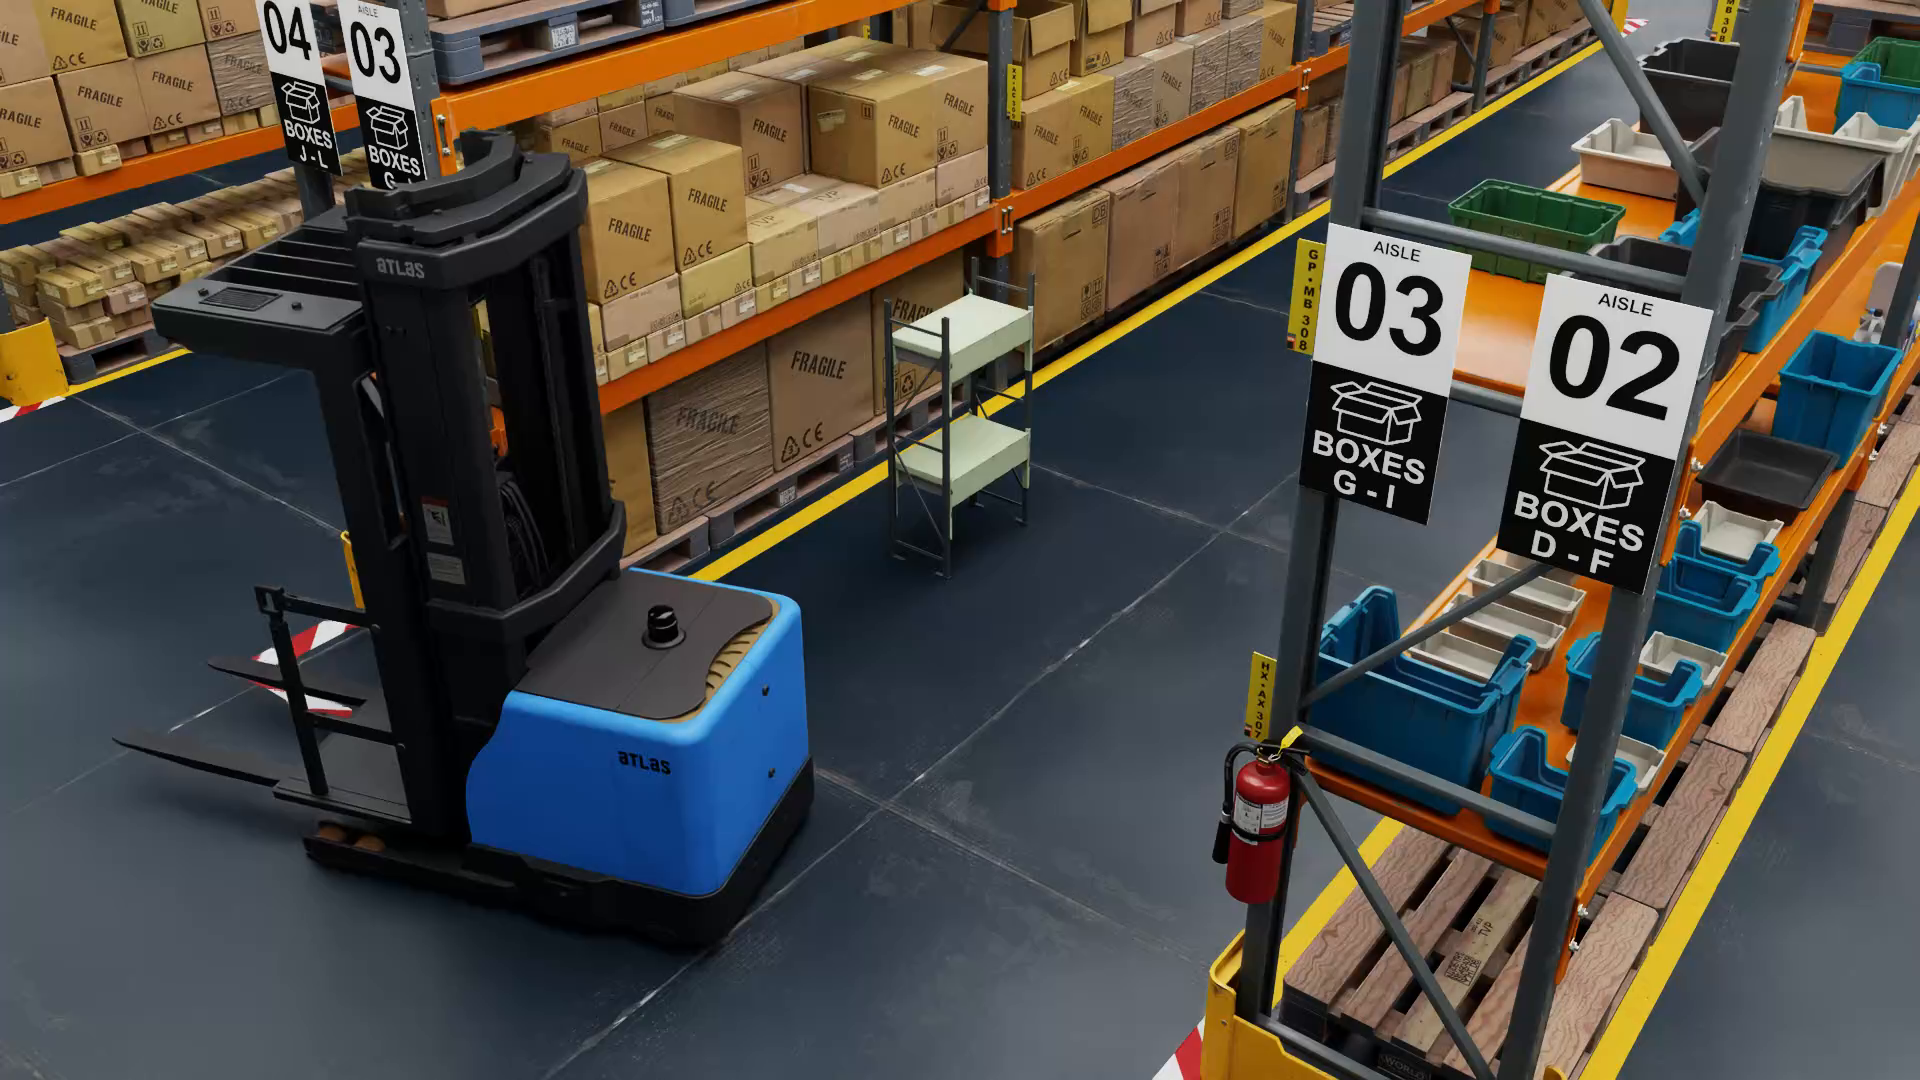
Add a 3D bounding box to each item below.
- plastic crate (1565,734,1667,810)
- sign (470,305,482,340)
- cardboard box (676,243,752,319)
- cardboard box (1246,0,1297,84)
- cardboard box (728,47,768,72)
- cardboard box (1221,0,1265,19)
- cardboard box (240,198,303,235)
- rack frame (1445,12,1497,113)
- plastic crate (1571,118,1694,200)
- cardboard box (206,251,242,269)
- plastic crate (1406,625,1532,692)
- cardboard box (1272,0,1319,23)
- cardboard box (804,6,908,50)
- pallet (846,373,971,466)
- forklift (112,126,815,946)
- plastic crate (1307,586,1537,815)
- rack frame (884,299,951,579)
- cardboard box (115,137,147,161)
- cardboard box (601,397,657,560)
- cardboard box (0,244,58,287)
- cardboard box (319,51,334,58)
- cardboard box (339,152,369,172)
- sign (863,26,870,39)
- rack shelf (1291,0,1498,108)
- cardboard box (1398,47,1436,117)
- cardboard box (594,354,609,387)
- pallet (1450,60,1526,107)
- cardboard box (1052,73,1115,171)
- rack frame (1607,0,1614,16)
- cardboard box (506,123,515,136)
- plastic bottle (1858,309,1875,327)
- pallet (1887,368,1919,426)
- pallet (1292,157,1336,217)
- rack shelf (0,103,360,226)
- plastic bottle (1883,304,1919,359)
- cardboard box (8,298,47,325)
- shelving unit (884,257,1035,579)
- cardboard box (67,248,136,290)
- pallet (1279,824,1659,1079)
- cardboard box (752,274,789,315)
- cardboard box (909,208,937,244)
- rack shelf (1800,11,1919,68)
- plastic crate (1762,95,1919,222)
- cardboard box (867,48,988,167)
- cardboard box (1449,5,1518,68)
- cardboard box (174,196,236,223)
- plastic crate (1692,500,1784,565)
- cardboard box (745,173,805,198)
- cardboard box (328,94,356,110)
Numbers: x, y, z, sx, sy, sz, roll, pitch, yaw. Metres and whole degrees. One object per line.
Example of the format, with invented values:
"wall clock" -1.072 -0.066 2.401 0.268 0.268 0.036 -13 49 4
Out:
"plastic crate" 2.083 0.724 5.286 0.250 0.136 0.298 21 37 31
"sign" -2.098 -1.017 7.097 0.100 0.325 0.005 21 37 31
"cardboard box" -1.418 -1.376 8.485 0.500 0.250 0.500 20 36 30
"cardboard box" 2.192 -3.802 12.625 0.500 0.500 0.500 22 37 33
"cardboard box" -2.101 -4.464 15.144 0.500 0.250 0.500 22 37 32
"cardboard box" 1.838 -4.218 12.343 0.797 0.503 0.637 23 37 33
"cardboard box" -4.989 -2.343 12.062 0.380 0.149 0.250 21 37 31
"rack frame" 4.706 -5.662 15.861 1.000 3.000 0.127 21 37 31
"plastic crate" 2.461 -1.353 5.907 0.437 0.136 0.530 21 37 31
"cardboard box" -5.296 -1.996 11.769 0.380 0.149 0.250 19 36 29
"plastic crate" 1.759 0.441 5.764 0.396 0.136 0.243 21 37 31
"cardboard box" 2.586 -4.491 13.376 0.500 0.500 0.500 16 34 25
"cardboard box" -1.162 -5.036 16.600 1.050 0.750 0.750 21 36 31
"pallet" -0.644 -0.925 10.604 1.003 0.211 1.213 21 37 31
"forklift" -2.206 -0.112 6.565 3.031 2.935 1.130 10 32 16
"plastic crate" 1.465 0.506 5.361 0.616 0.435 0.499 21 37 31
"rack frame" -0.217 -0.499 8.621 0.400 1.500 0.023 21 37 31
"cardboard box" -5.601 -2.631 10.993 0.380 0.149 0.250 23 38 33
"cardboard box" -2.215 -0.335 8.546 0.875 0.875 0.875 21 37 31
"cardboard box" -6.313 -1.855 11.238 0.380 0.149 0.250 22 37 32
"cardboard box" -4.698 -3.452 11.743 0.500 0.500 0.500 21 37 31
"cardboard box" -4.716 -2.900 13.001 0.380 0.149 0.250 21 36 31
"sign" -0.561 -3.037 10.374 0.100 0.325 0.005 21 37 31
"rack shelf" 3.499 -4.539 14.673 1.077 0.370 4.000 21 37 31
"cardboard box" 4.016 -4.344 15.659 0.700 0.500 0.500 21 36 31
"cardboard box" -1.906 -0.823 7.944 0.380 0.149 0.250 21 36 31
"pallet" 5.084 -4.746 17.051 1.003 0.211 1.213 21 37 31
"cardboard box" 0.657 -2.767 10.880 0.500 0.500 0.500 21 37 31
"rack frame" 7.121 -7.287 18.604 1.000 3.000 0.127 21 37 31
"cardboard box" -3.770 -3.461 14.188 0.500 0.500 0.500 20 36 30
"plastic bottle" 4.519 -1.050 8.275 0.097 0.201 0.097 0 31 0
"pallet" 5.798 -0.978 10.694 1.003 0.211 1.213 21 37 31
"pallet" 2.765 -3.153 14.364 1.003 0.211 1.213 21 37 31
"rack shelf" -5.223 -2.855 11.831 1.077 0.370 4.000 21 37 31
"plastic bottle" 4.630 -1.052 8.204 0.152 0.276 0.135 21 37 31
"cardboard box" -6.279 -1.584 11.365 0.380 0.149 0.250 22 37 32
"shelving unit" 0.004 -0.648 8.872 0.431 1.500 0.755 21 37 31
"cardboard box" -5.773 -1.819 11.178 0.380 0.149 0.250 22 37 32
"pallet" 1.940 1.617 6.315 1.003 0.211 1.213 21 37 31
"cardboard box" -1.132 -1.344 8.822 0.380 0.149 0.250 20 36 30
"cardboard box" -0.356 -1.868 9.706 0.380 0.149 0.250 20 36 30
"rack shelf" 5.033 -2.679 8.592 1.077 0.370 4.000 21 37 31
"plastic crate" 2.995 -1.305 5.684 0.437 0.282 0.530 21 37 31
"cardboard box" -0.187 -2.527 9.691 0.500 0.500 0.500 22 37 33
"cardboard box" 5.319 -5.152 17.042 0.500 0.500 0.500 -19 36 -29
"cardboard box" -5.488 -2.369 12.106 0.380 0.149 0.250 20 36 30
"plastic crate" 3.015 0.002 6.504 0.293 0.136 0.466 21 37 31
"cardboard box" -1.228 -1.950 9.454 0.500 0.250 0.500 22 37 32
"cardboard box" -4.595 -3.236 12.014 0.380 0.149 0.250 19 36 29
